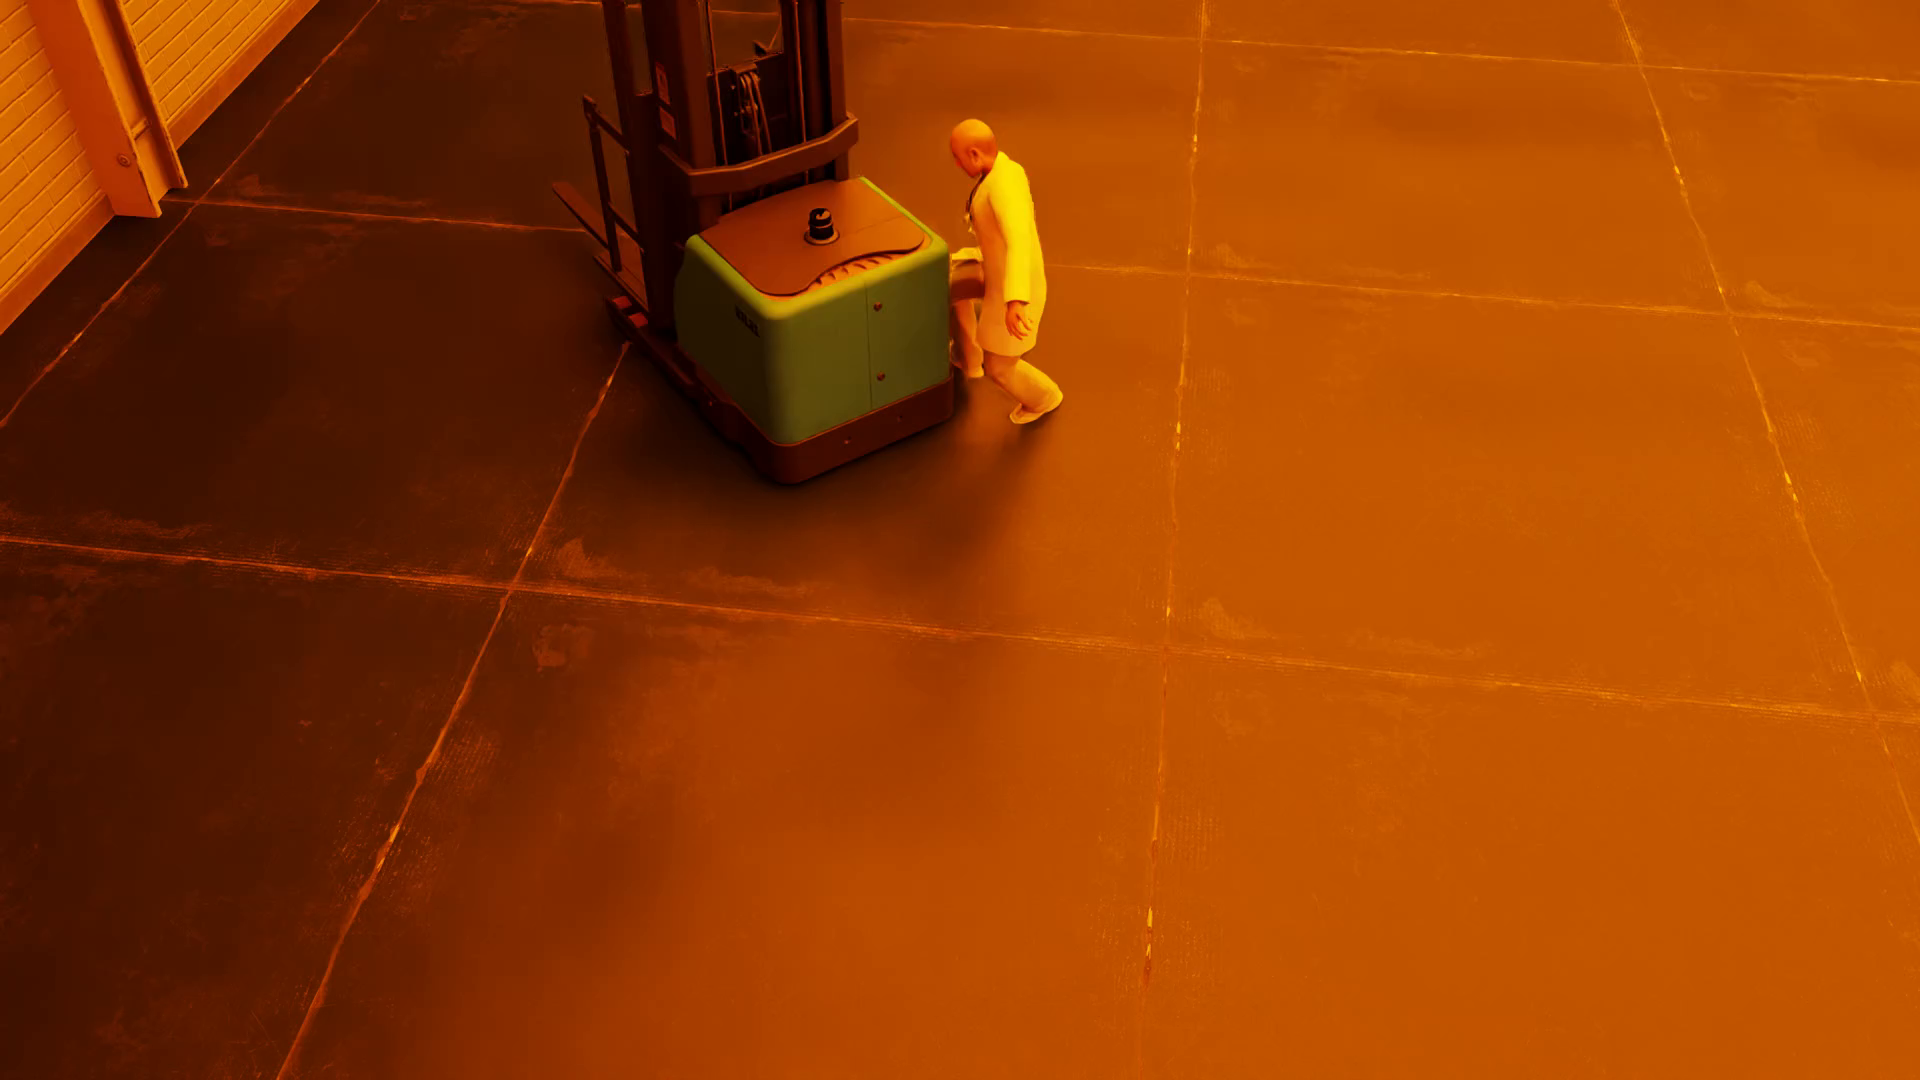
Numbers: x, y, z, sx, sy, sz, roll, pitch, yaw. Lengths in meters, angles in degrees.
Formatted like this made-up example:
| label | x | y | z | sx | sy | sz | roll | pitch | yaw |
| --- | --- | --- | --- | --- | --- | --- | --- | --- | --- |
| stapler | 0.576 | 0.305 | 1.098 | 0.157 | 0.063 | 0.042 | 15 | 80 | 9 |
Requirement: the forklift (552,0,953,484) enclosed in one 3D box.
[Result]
| label | x | y | z | sx | sy | sz | roll | pitch | yaw |
| --- | --- | --- | --- | --- | --- | --- | --- | --- | --- |
| forklift | -1.286 | -2.314 | 8.244 | 1.130 | 2.935 | 3.031 | -25 | 48 | -25 |

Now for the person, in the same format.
| label | x | y | z | sx | sy | sz | roll | pitch | yaw |
| --- | --- | --- | --- | --- | --- | --- | --- | --- | --- |
| person | 0.239 | -1.146 | 8.025 | 0.624 | 1.643 | 1.232 | -5 | 43 | -5 |
